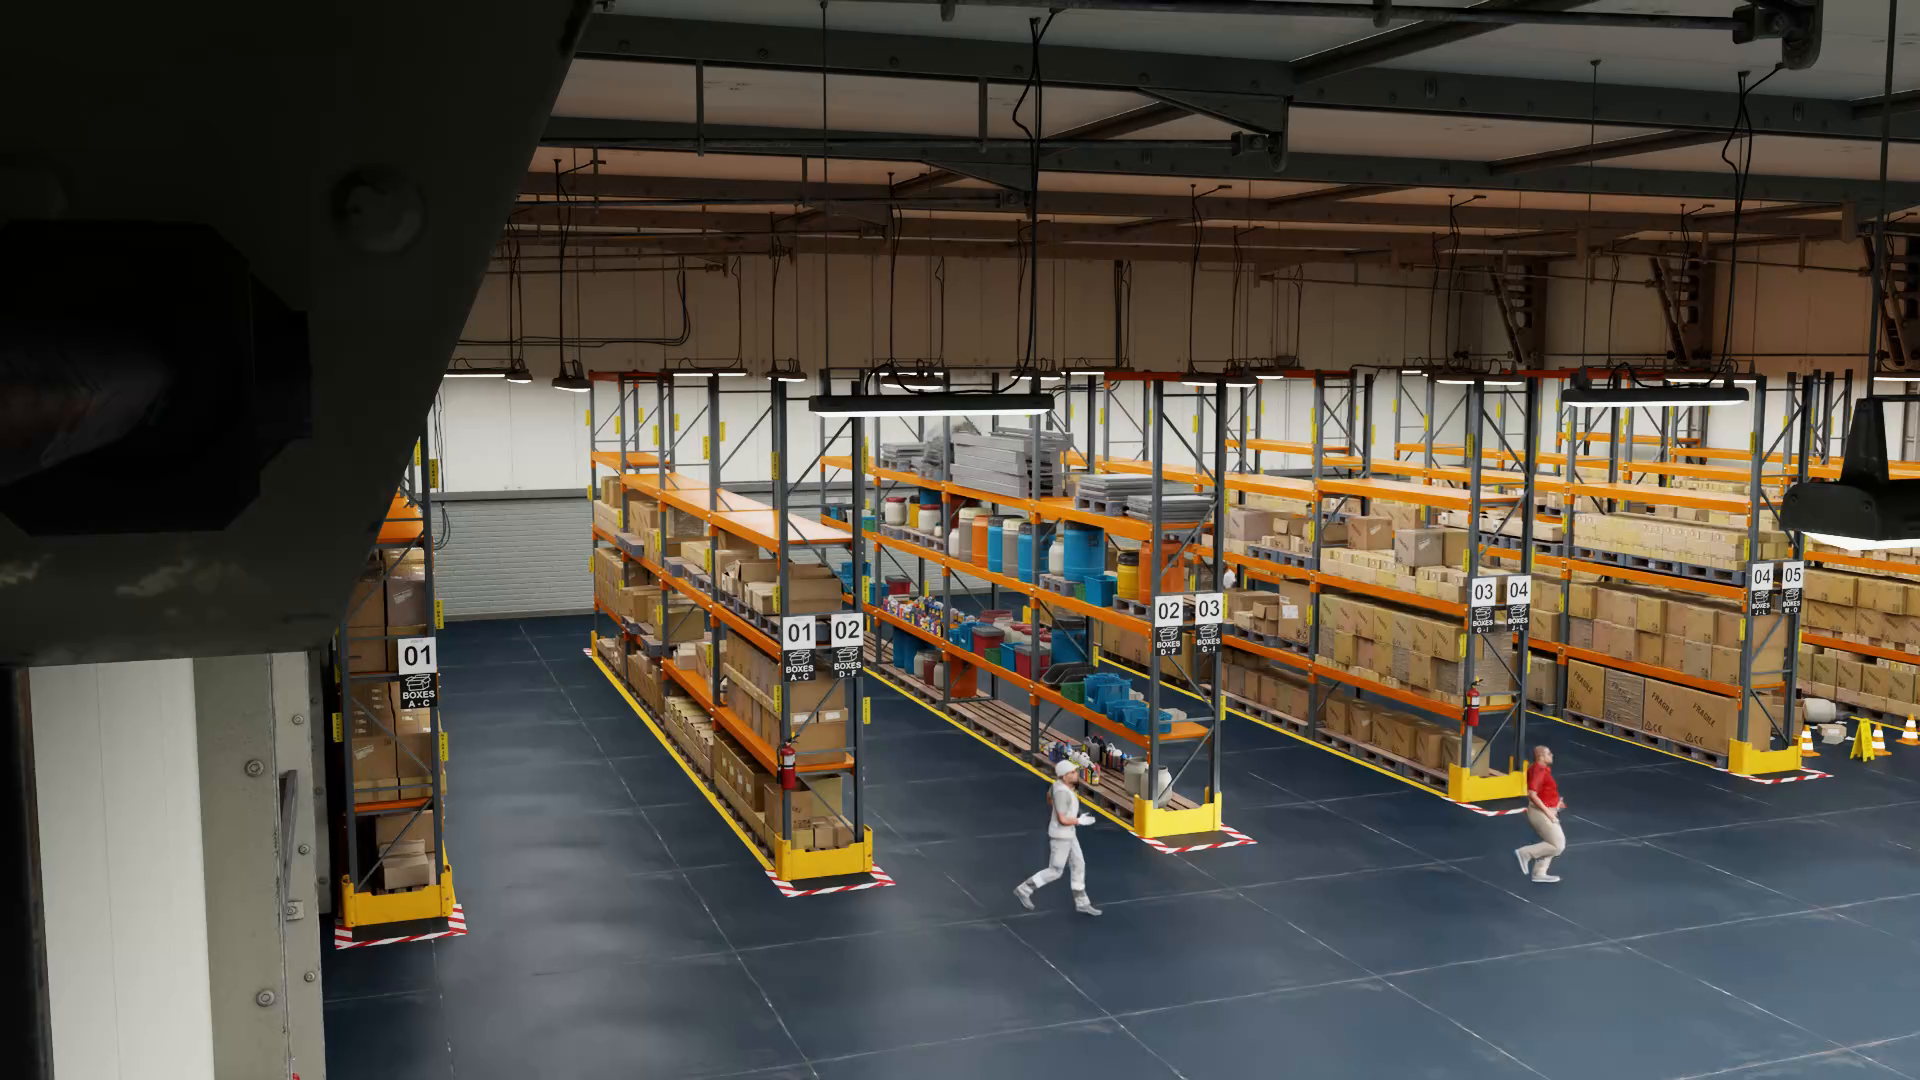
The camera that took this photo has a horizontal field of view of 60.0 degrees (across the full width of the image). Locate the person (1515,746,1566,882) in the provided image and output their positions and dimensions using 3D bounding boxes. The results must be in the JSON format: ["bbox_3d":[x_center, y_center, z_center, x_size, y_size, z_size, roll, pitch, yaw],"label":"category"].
[{"bbox_3d":[6.962,3.286,19.928,0.591,1.672,0.678,1,6,11],"label":"person"}]

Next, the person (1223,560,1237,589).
[{"bbox_3d":[5.948,1.274,37.516,0.671,1.792,0.723,-3,7,-25],"label":"person"}]

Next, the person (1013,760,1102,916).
[{"bbox_3d":[1.113,3.353,18.746,0.993,1.791,0.669,1,6,7],"label":"person"}]
